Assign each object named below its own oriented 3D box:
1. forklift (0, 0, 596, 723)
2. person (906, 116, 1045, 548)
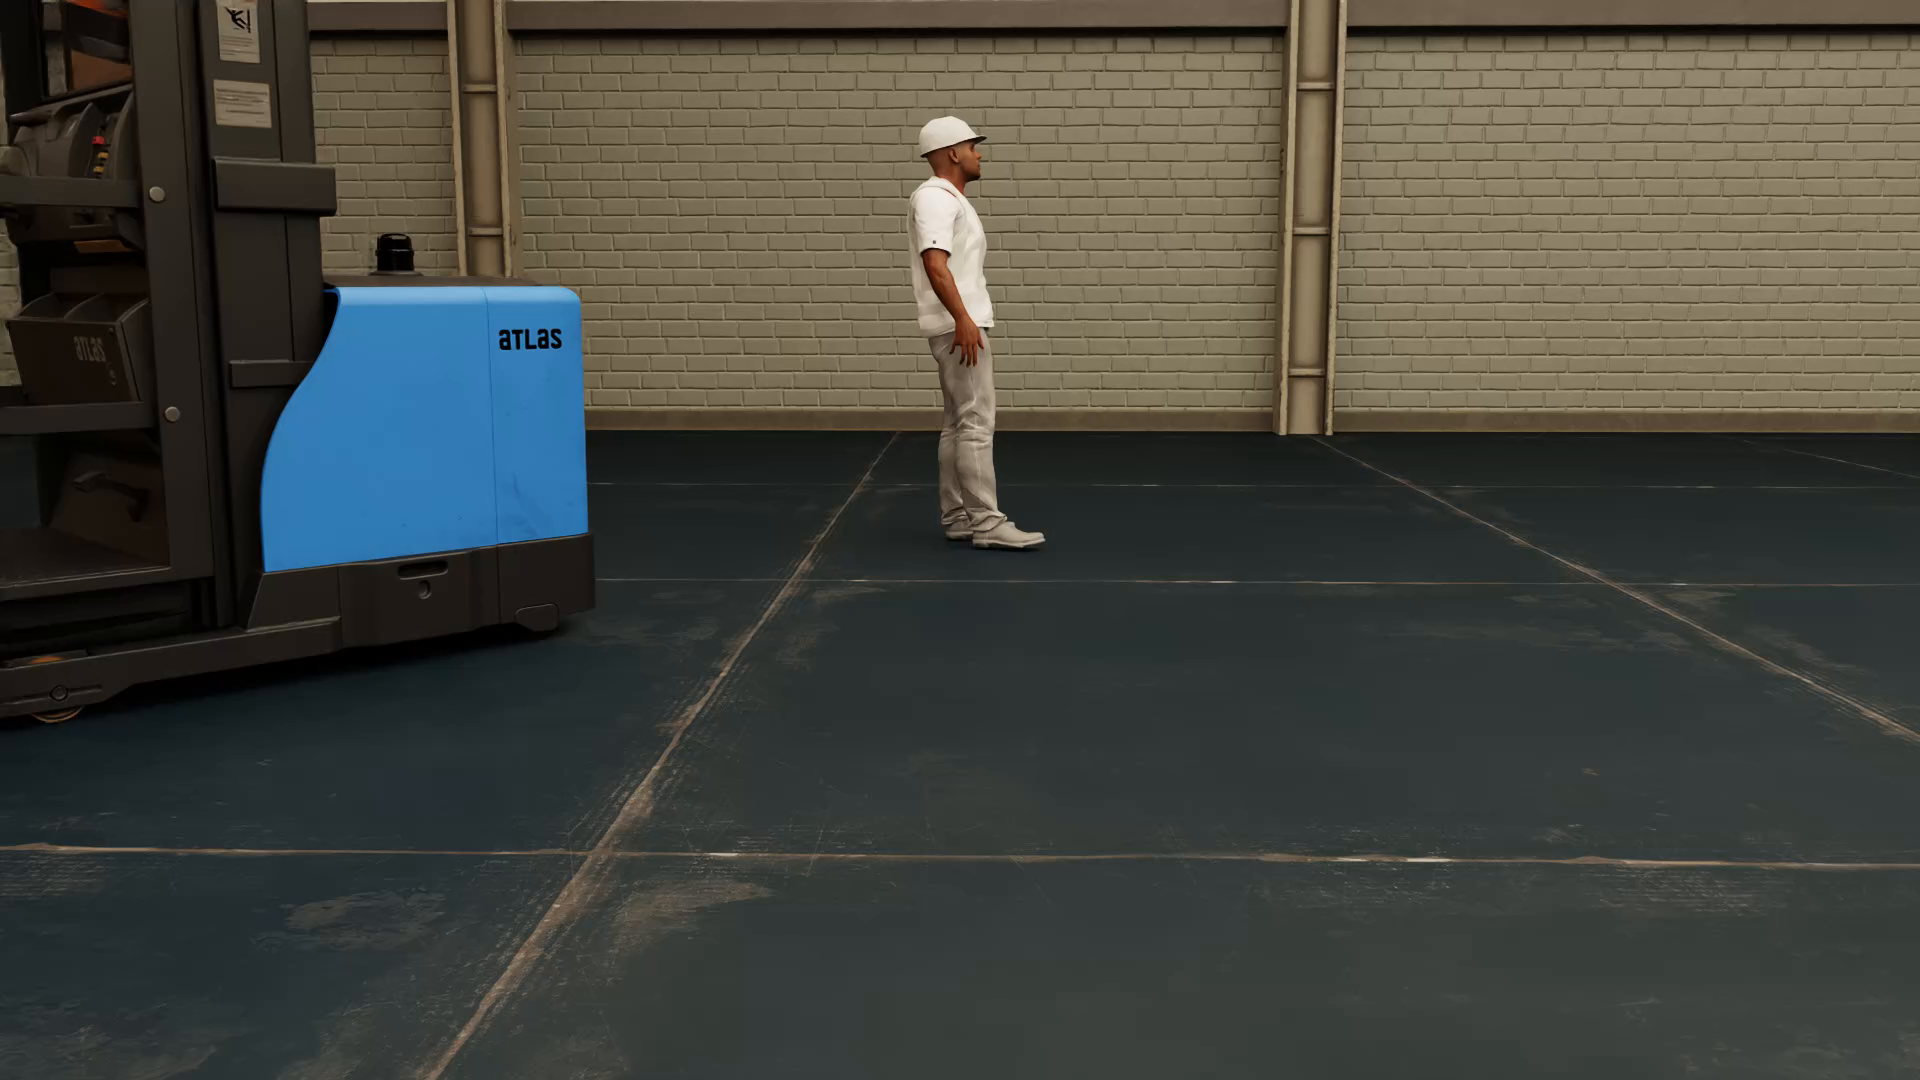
[{"bbox_3d":[-2.557,-1.060,4.360,3.031,2.935,1.130,-8,12,-44],"label":"forklift"},{"bbox_3d":[0.069,-0.879,6.985,0.577,1.765,0.666,0,9,1],"label":"person"}]
